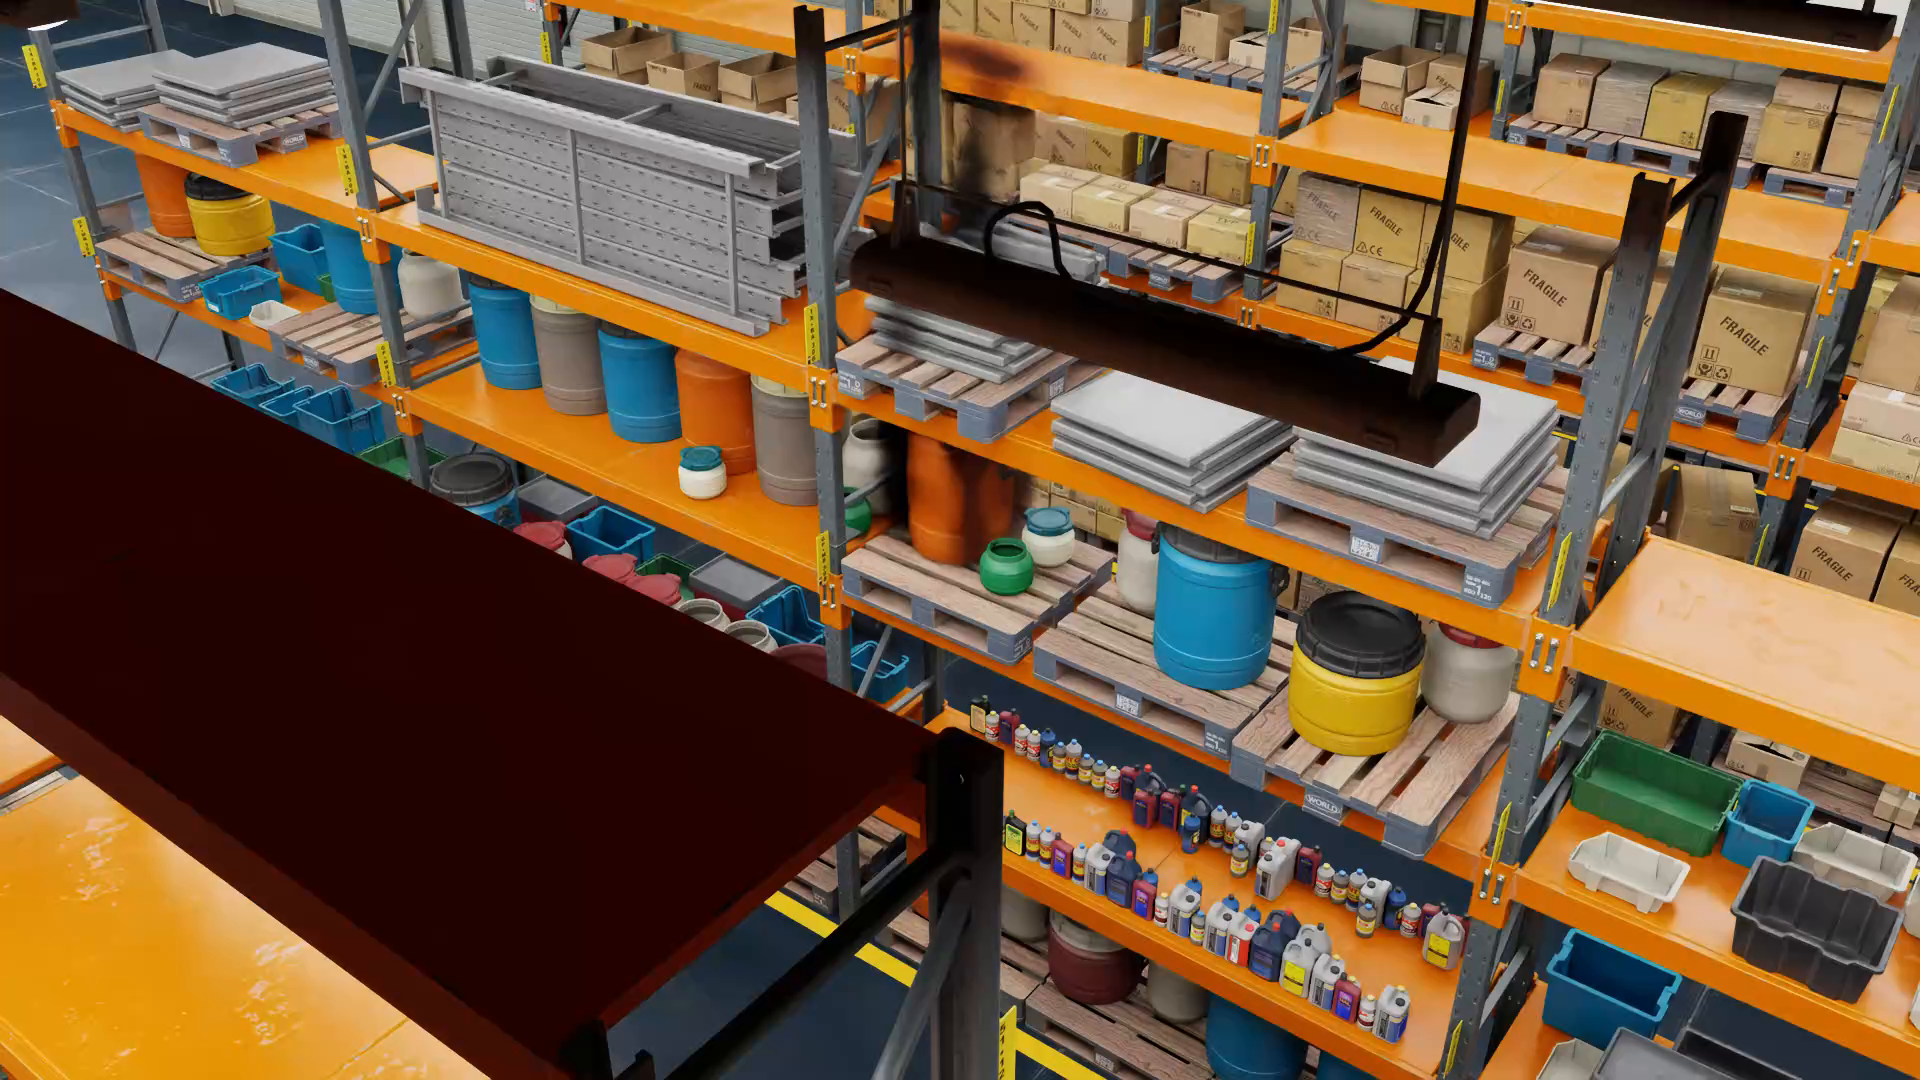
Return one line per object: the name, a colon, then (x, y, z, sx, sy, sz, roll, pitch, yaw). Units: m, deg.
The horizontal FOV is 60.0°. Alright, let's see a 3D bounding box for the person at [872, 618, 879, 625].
person: (-0.994, 0.096, 13.737, 0.942, 1.492, 0.613, 20, 37, 29)
